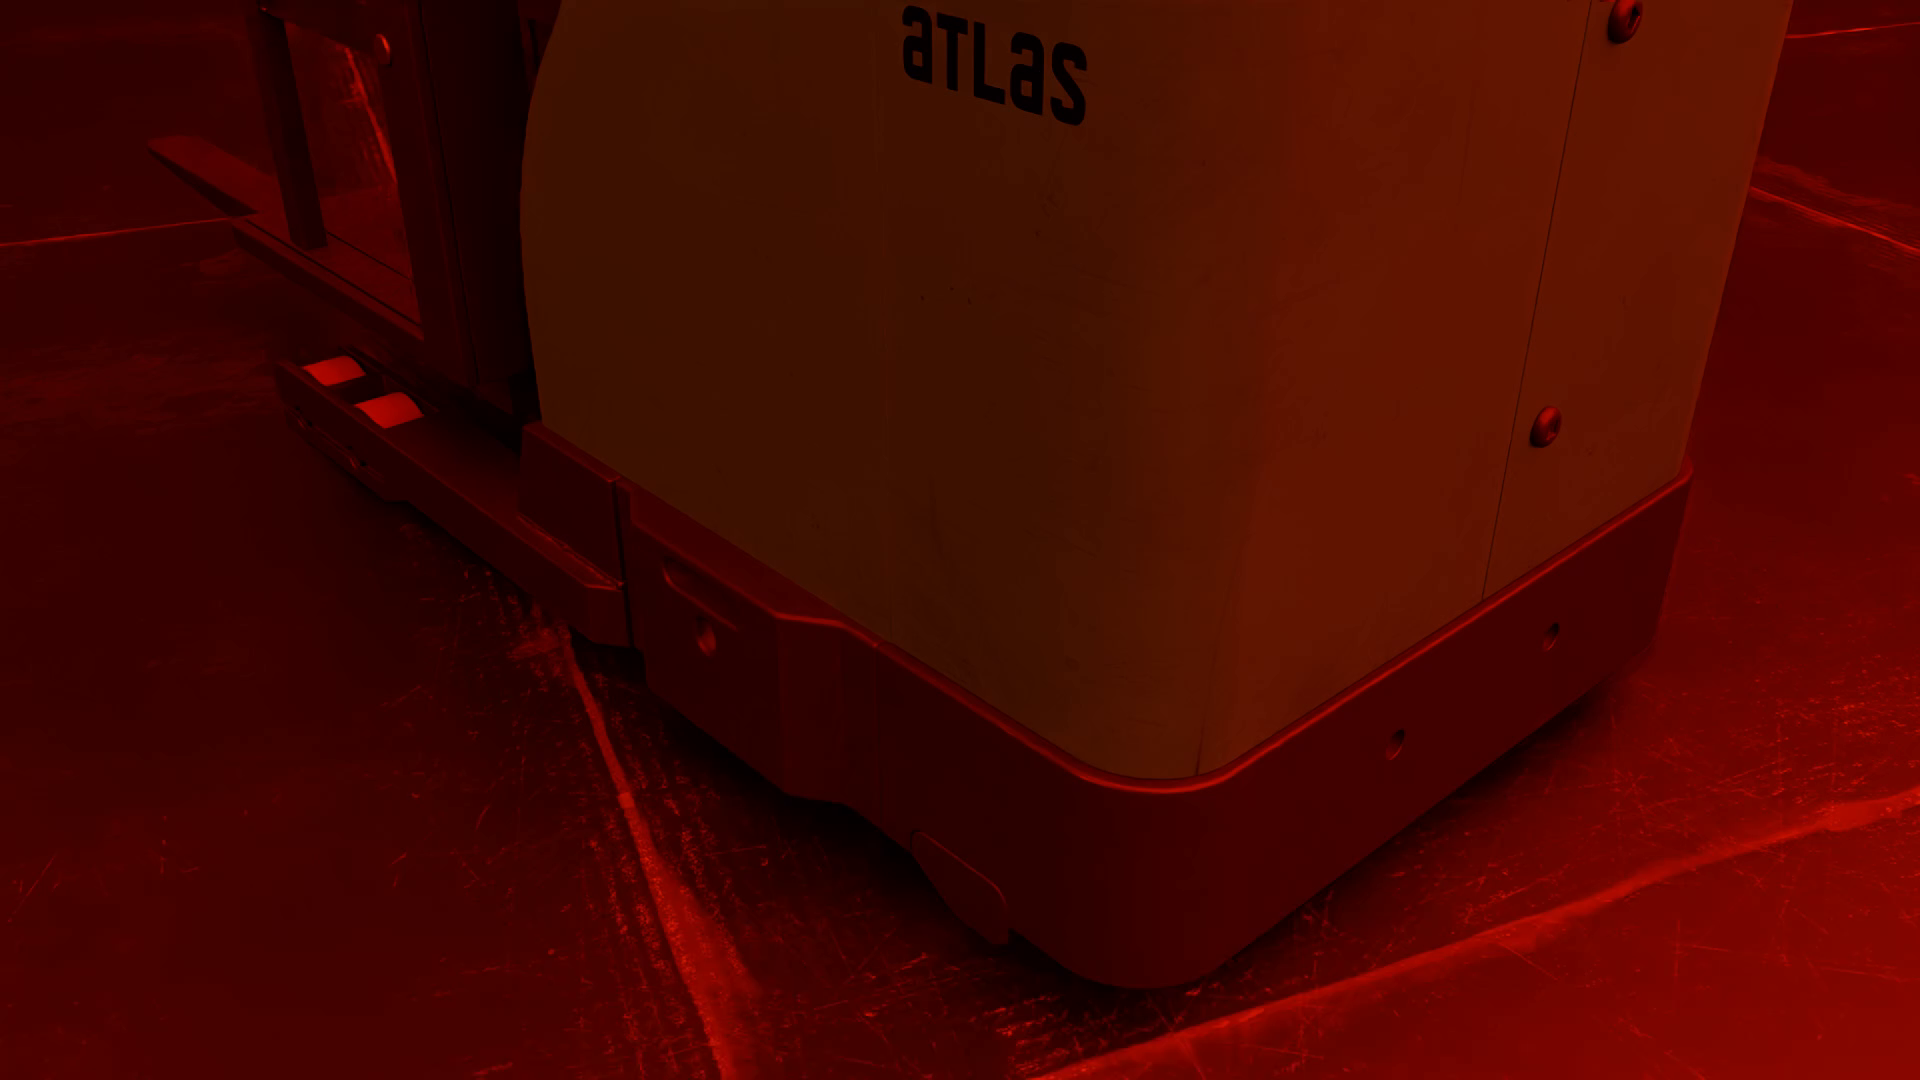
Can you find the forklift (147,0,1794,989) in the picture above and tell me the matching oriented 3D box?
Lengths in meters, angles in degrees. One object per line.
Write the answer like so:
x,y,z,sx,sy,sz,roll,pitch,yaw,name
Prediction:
-0.463,-1.486,2.147,1.130,2.935,3.031,-24,38,-36,forklift
